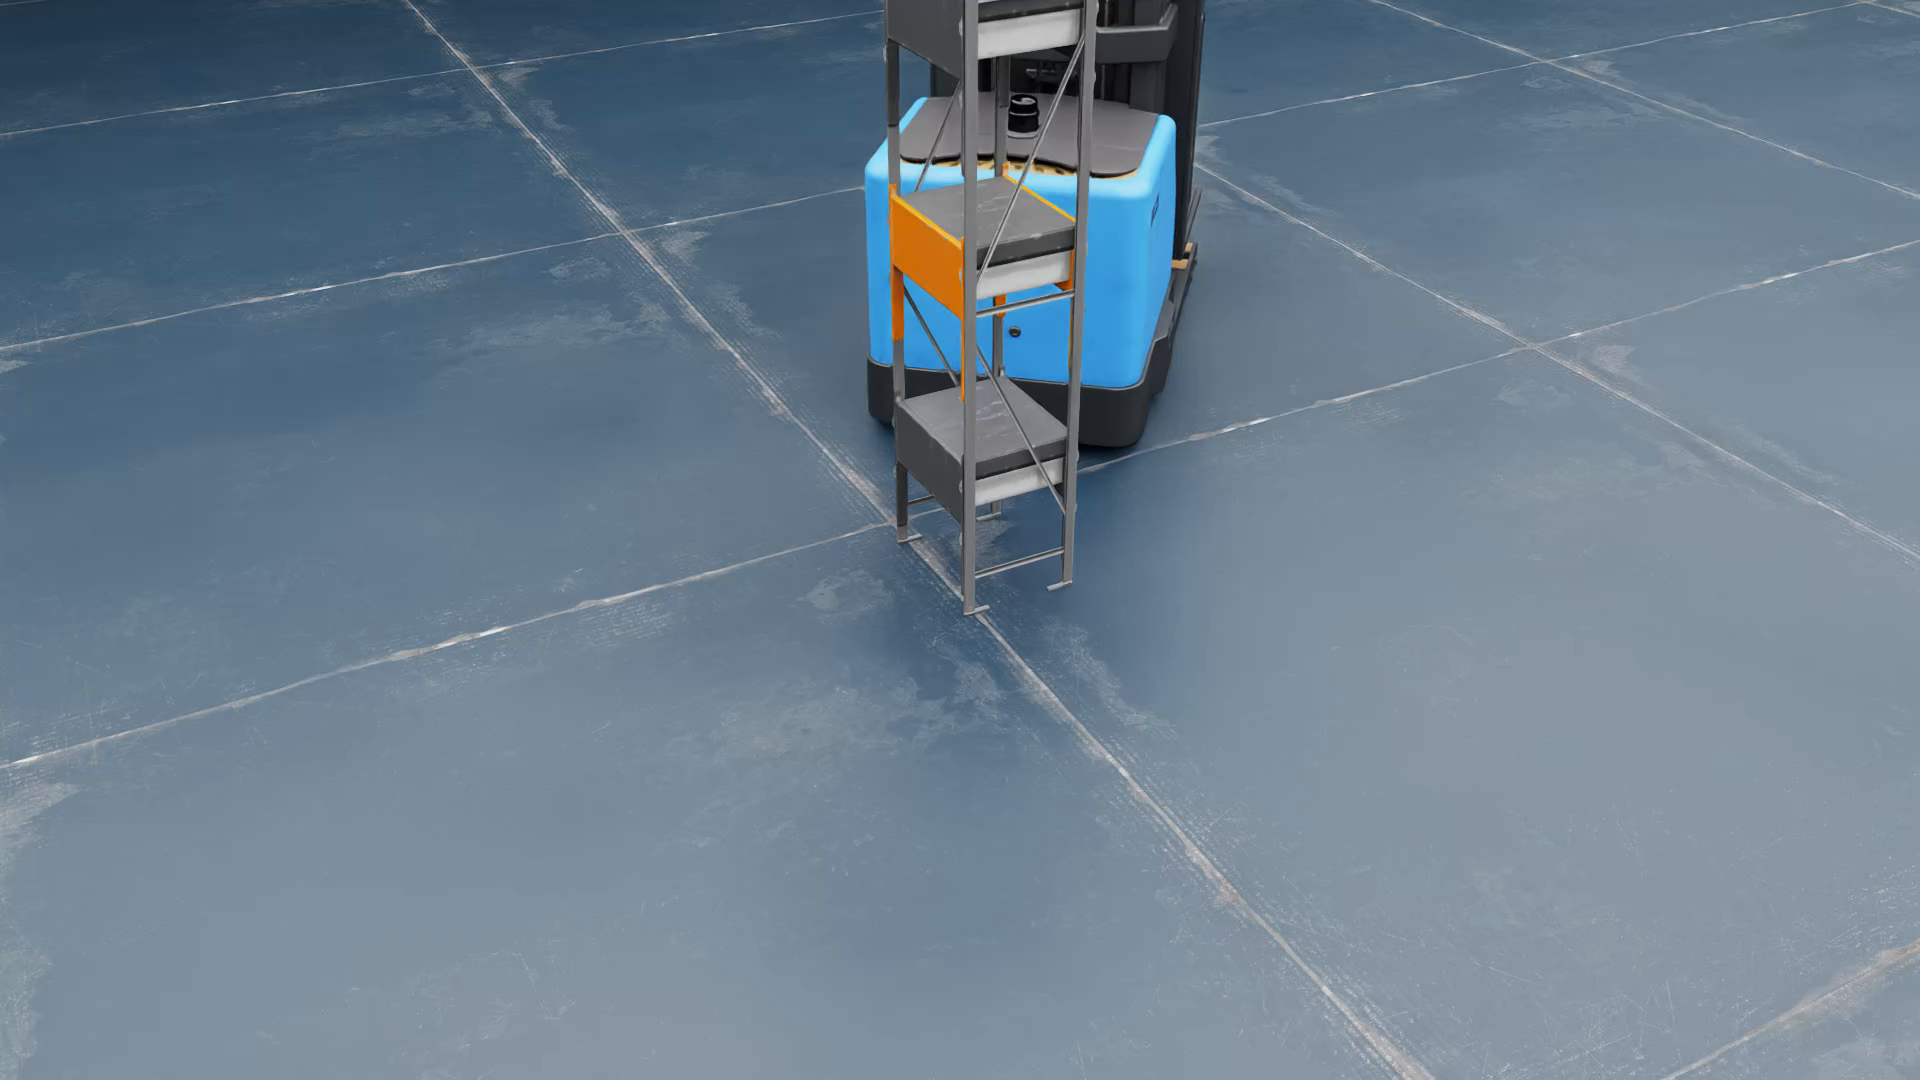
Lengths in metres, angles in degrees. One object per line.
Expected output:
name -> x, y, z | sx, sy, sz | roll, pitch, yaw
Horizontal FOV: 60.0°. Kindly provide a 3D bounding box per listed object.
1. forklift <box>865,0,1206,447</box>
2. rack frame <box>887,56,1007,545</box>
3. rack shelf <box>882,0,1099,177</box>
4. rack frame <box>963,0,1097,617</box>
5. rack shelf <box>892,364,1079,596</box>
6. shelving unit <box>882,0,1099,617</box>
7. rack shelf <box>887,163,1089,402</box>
forklift -> 0.473, -2.364, 6.723 | 1.130, 2.935, 3.031 | 7, 33, 11
rack frame -> -0.037, -0.922, 5.242 | 0.400, 2.100, 0.015 | -16, 36, -23
rack shelf -> 0.077, -1.383, 4.690 | 0.431, 0.518, 0.480 | -16, 36, -23
rack frame -> 0.191, -0.689, 4.879 | 0.400, 2.100, 0.015 | -16, 36, -23
rack shelf -> 0.077, -0.204, 5.445 | 0.431, 0.518, 0.480 | -16, 36, -23
shelving unit -> 0.077, -0.805, 5.060 | 0.431, 2.100, 0.503 | -16, 36, -23
rack shelf -> 0.077, -0.794, 5.068 | 0.431, 0.518, 0.480 | -16, 36, -23
